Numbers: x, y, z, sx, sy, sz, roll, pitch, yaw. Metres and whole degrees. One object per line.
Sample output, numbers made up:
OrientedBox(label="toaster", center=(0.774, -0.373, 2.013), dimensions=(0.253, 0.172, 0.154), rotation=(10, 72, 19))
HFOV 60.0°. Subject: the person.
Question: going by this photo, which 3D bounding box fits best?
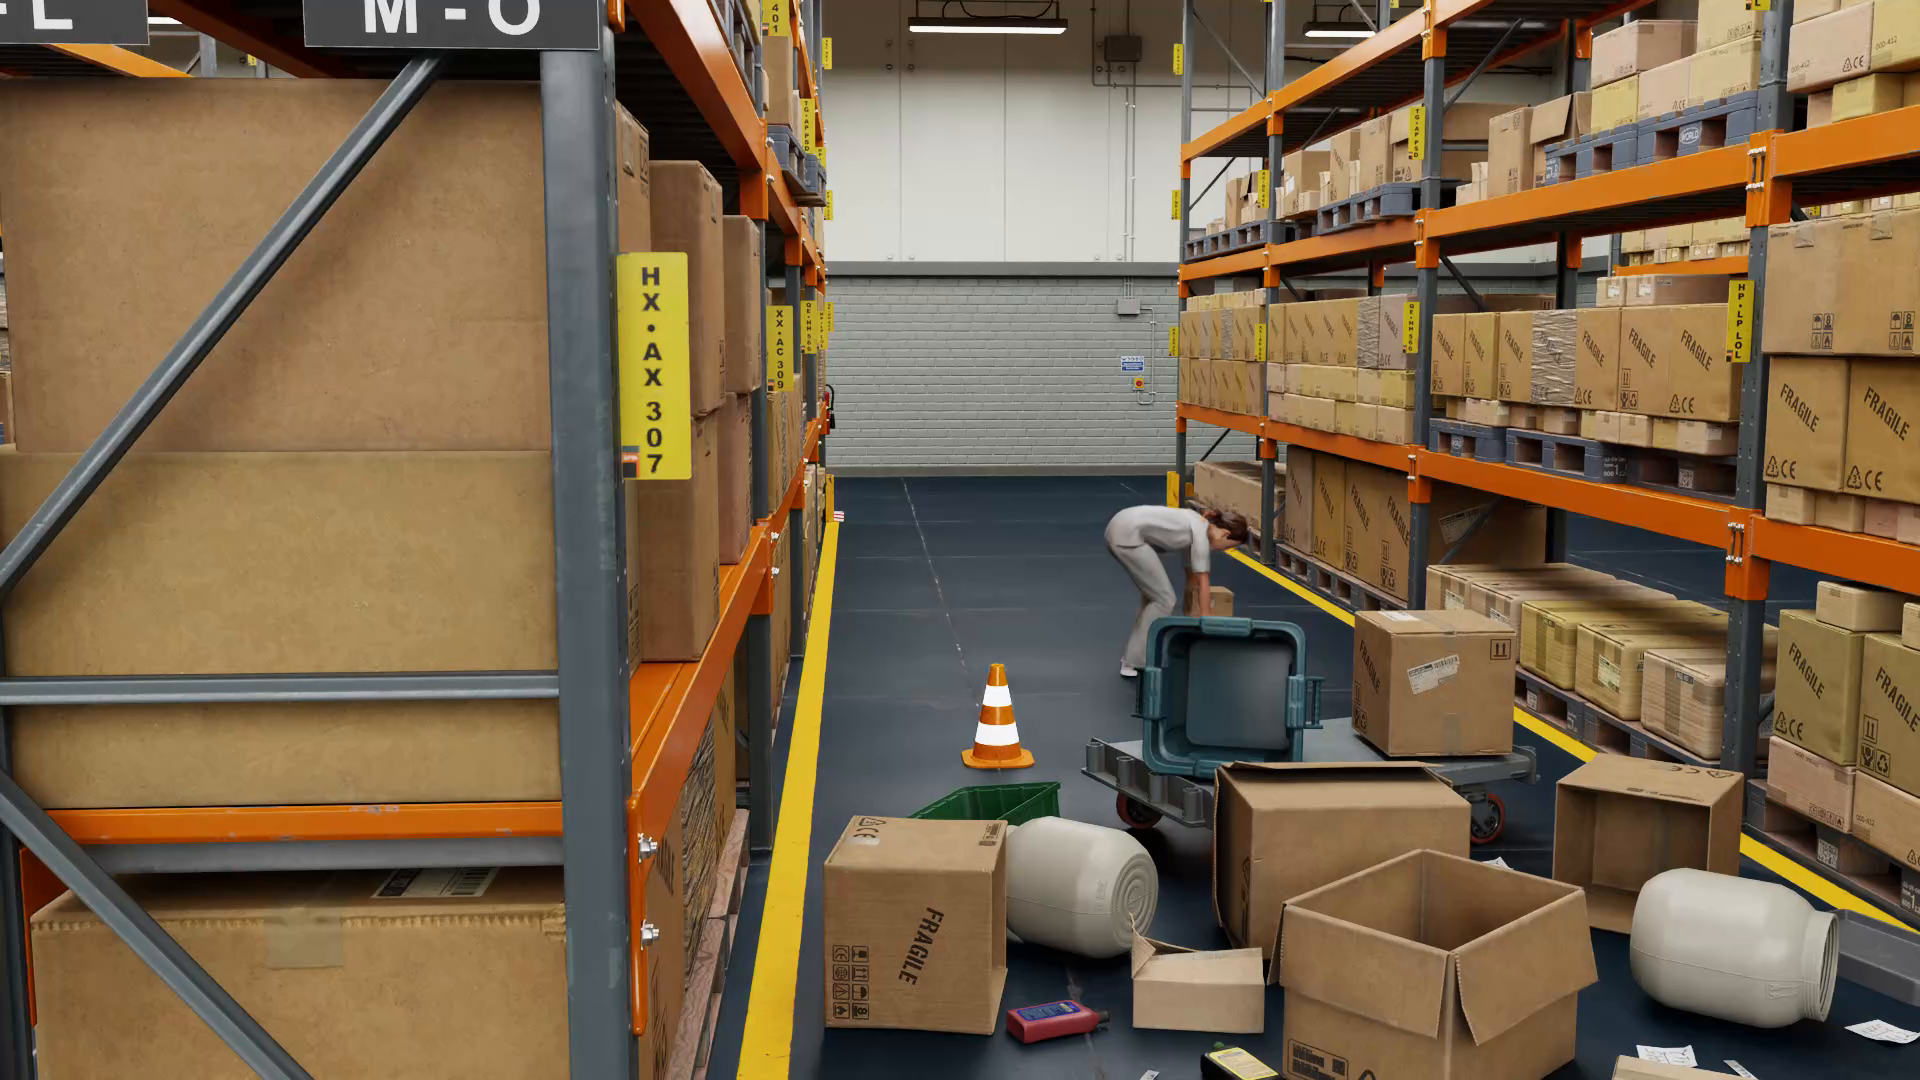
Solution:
OrientedBox(label="person", center=(1.306, 0.295, 10.030), dimensions=(0.872, 1.025, 0.427), rotation=(-1, 7, -6))
